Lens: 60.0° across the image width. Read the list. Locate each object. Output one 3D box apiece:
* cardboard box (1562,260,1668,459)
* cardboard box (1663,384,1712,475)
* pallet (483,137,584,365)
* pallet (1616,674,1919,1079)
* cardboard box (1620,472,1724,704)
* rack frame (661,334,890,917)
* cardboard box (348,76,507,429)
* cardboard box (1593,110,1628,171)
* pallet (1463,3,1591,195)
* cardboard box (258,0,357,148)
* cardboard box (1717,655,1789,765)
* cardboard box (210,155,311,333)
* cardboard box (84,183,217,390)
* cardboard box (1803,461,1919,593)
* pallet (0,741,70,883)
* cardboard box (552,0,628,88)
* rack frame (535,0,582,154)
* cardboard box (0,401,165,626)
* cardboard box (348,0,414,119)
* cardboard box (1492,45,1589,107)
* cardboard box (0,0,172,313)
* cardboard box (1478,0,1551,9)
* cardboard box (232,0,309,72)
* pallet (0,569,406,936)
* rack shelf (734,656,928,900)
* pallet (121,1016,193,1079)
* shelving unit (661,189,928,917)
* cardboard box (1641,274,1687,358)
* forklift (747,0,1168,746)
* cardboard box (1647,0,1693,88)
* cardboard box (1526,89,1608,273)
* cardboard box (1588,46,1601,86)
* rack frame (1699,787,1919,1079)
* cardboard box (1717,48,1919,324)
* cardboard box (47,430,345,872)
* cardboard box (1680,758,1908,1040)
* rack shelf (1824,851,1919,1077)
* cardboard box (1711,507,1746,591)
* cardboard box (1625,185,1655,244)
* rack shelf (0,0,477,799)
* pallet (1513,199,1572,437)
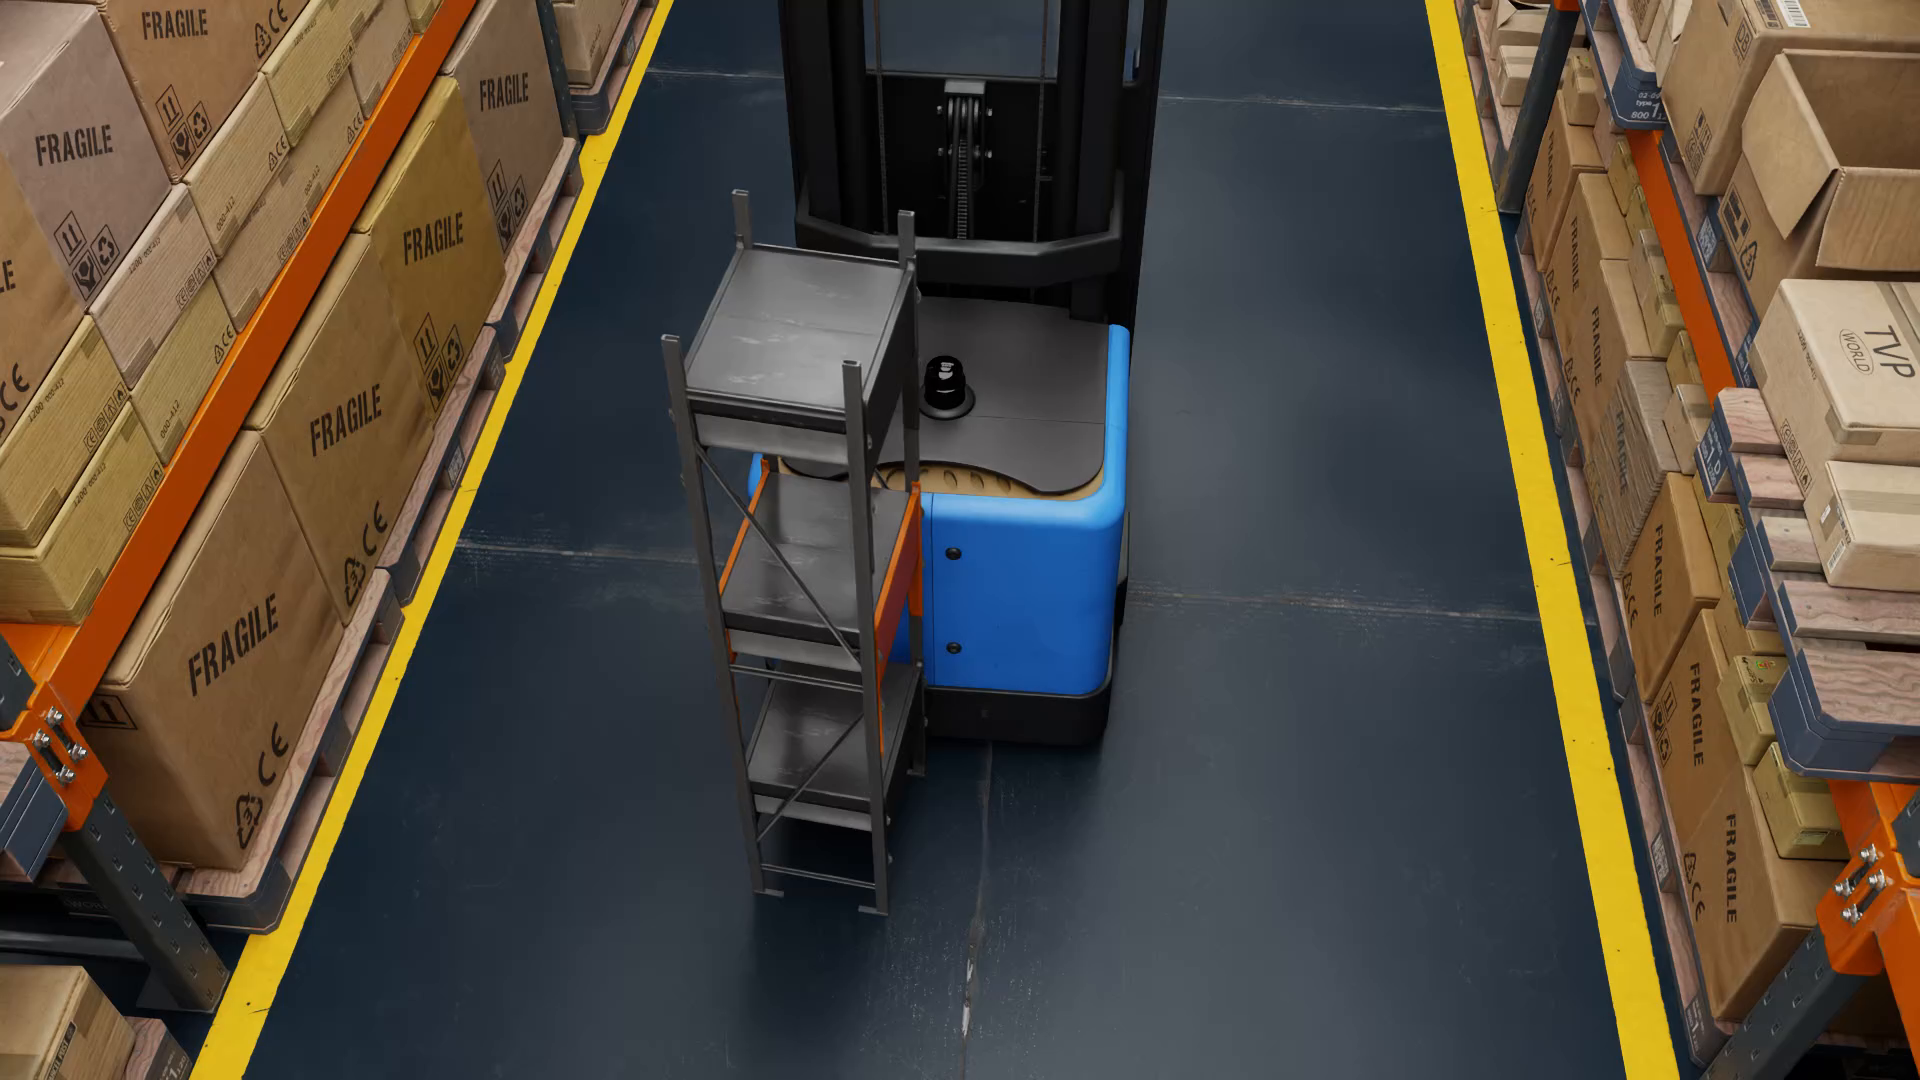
[{"bbox_3d":[2.415,-0.596,5.672,0.500,0.500,0.500,3,48,2],"label":"cardboard box"},{"bbox_3d":[2.349,-0.327,4.986,0.380,0.149,0.250,2,48,2],"label":"cardboard box"},{"bbox_3d":[-2.167,-1.215,6.718,1.003,0.211,1.213,4,48,4],"label":"pallet"},{"bbox_3d":[2.513,0.937,4.750,1.003,0.211,1.213,4,48,4],"label":"pallet"},{"bbox_3d":[2.333,0.167,4.974,0.500,0.500,0.500,6,48,5],"label":"cardboard box"},{"bbox_3d":[-0.394,0.338,4.017,0.400,2.100,0.015,9,48,7],"label":"rack frame"},{"bbox_3d":[-2.223,-1.027,5.812,0.875,0.875,0.875,5,48,5],"label":"cardboard box"},{"bbox_3d":[2.526,-1.460,6.022,0.380,0.149,0.250,3,48,2],"label":"cardboard box"},{"bbox_3d":[2.836,-1.960,7.400,1.003,0.211,1.213,4,48,4],"label":"pallet"},{"bbox_3d":[-2.079,-1.379,4.742,0.500,0.250,0.500,5,48,4],"label":"cardboard box"},{"bbox_3d":[2.194,0.443,4.282,0.380,0.149,0.250,2,48,2],"label":"cardboard box"},{"bbox_3d":[-2.158,-0.844,4.591,0.500,0.250,0.500,5,48,5],"label":"cardboard box"},{"bbox_3d":[-2.196,-0.642,4.067,0.500,0.250,0.500,5,48,4],"label":"cardboard box"},{"bbox_3d":[2.085,-0.023,3.624,0.380,0.149,0.250,5,48,4],"label":"cardboard box"},{"bbox_3d":[-2.495,0.807,3.109,1.213,0.211,1.003,4,48,4],"label":"pallet"},{"bbox_3d":[-2.007,-2.459,7.418,0.875,0.438,0.875,3,48,3],"label":"cardboard box"},{"bbox_3d":[-2.171,-2.728,6.212,1.000,3.000,0.127,4,48,4],"label":"rack frame"},{"bbox_3d":[-2.241,-0.081,3.893,0.500,0.250,0.500,3,48,3],"label":"cardboard box"},{"bbox_3d":[-2.074,-1.587,5.270,0.500,0.250,0.500,3,48,2],"label":"cardboard box"},{"bbox_3d":[2.530,-2.006,7.199,0.380,0.149,0.250,3,48,2],"label":"cardboard box"},{"bbox_3d":[-2.212,-0.871,3.768,0.500,0.500,0.500,4,48,4],"label":"cardboard box"},{"bbox_3d":[2.775,-2.803,7.690,0.700,0.500,0.500,2,48,2],"label":"cardboard box"},{"bbox_3d":[-2.100,-1.621,4.454,0.500,0.500,0.500,5,48,4],"label":"cardboard box"},{"bbox_3d":[-2.389,0.578,5.078,1.003,0.211,1.213,4,48,4],"label":"pallet"},{"bbox_3d":[-0.350,0.642,4.705,0.431,0.518,0.480,9,48,7],"label":"rack shelf"},{"bbox_3d":[-2.609,1.727,4.028,1.003,0.211,1.213,4,48,4],"label":"pallet"},{"bbox_3d":[-0.347,0.161,4.178,0.431,2.100,0.503,9,48,7],"label":"shelving unit"},{"bbox_3d":[2.418,-0.705,5.331,0.380,0.149,0.250,5,48,5],"label":"cardboard box"},{"bbox_3d":[0.054,-1.452,5.092,1.130,2.935,3.031,4,48,3],"label":"forklift"},{"bbox_3d":[2.263,-1.498,4.894,0.396,0.266,0.258,6,48,5],"label":"cardboard box"},{"bbox_3d":[2.504,-1.355,6.366,0.500,0.500,0.500,6,48,5],"label":"cardboard box"},{"bbox_3d":[2.535,-1.765,6.099,0.380,0.149,0.250,3,48,3],"label":"cardboard box"},{"bbox_3d":[2.404,0.542,3.221,0.949,2.616,0.053,4,48,4],"label":"rack frame"},{"bbox_3d":[2.372,-0.846,4.137,0.797,0.503,0.637,3,48,3],"label":"cardboard box"},{"bbox_3d":[-2.390,0.285,4.612,0.875,0.875,0.875,3,48,3],"label":"cardboard box"},{"bbox_3d":[2.232,0.919,4.286,0.500,0.500,0.500,5,48,5],"label":"cardboard box"},{"bbox_3d":[2.225,2.255,2.142,1.077,0.370,4.000,4,48,4],"label":"rack shelf"},{"bbox_3d":[2.331,0.061,4.631,0.380,0.149,0.250,5,48,5],"label":"cardboard box"},{"bbox_3d":[2.503,-1.068,5.664,0.380,0.149,0.250,3,48,3],"label":"cardboard box"},{"bbox_3d":[-2.354,-1.016,5.134,1.077,0.370,4.000,4,48,4],"label":"rack shelf"},{"bbox_3d":[2.736,-0.856,6.390,1.003,0.211,1.213,4,48,4],"label":"pallet"}]
